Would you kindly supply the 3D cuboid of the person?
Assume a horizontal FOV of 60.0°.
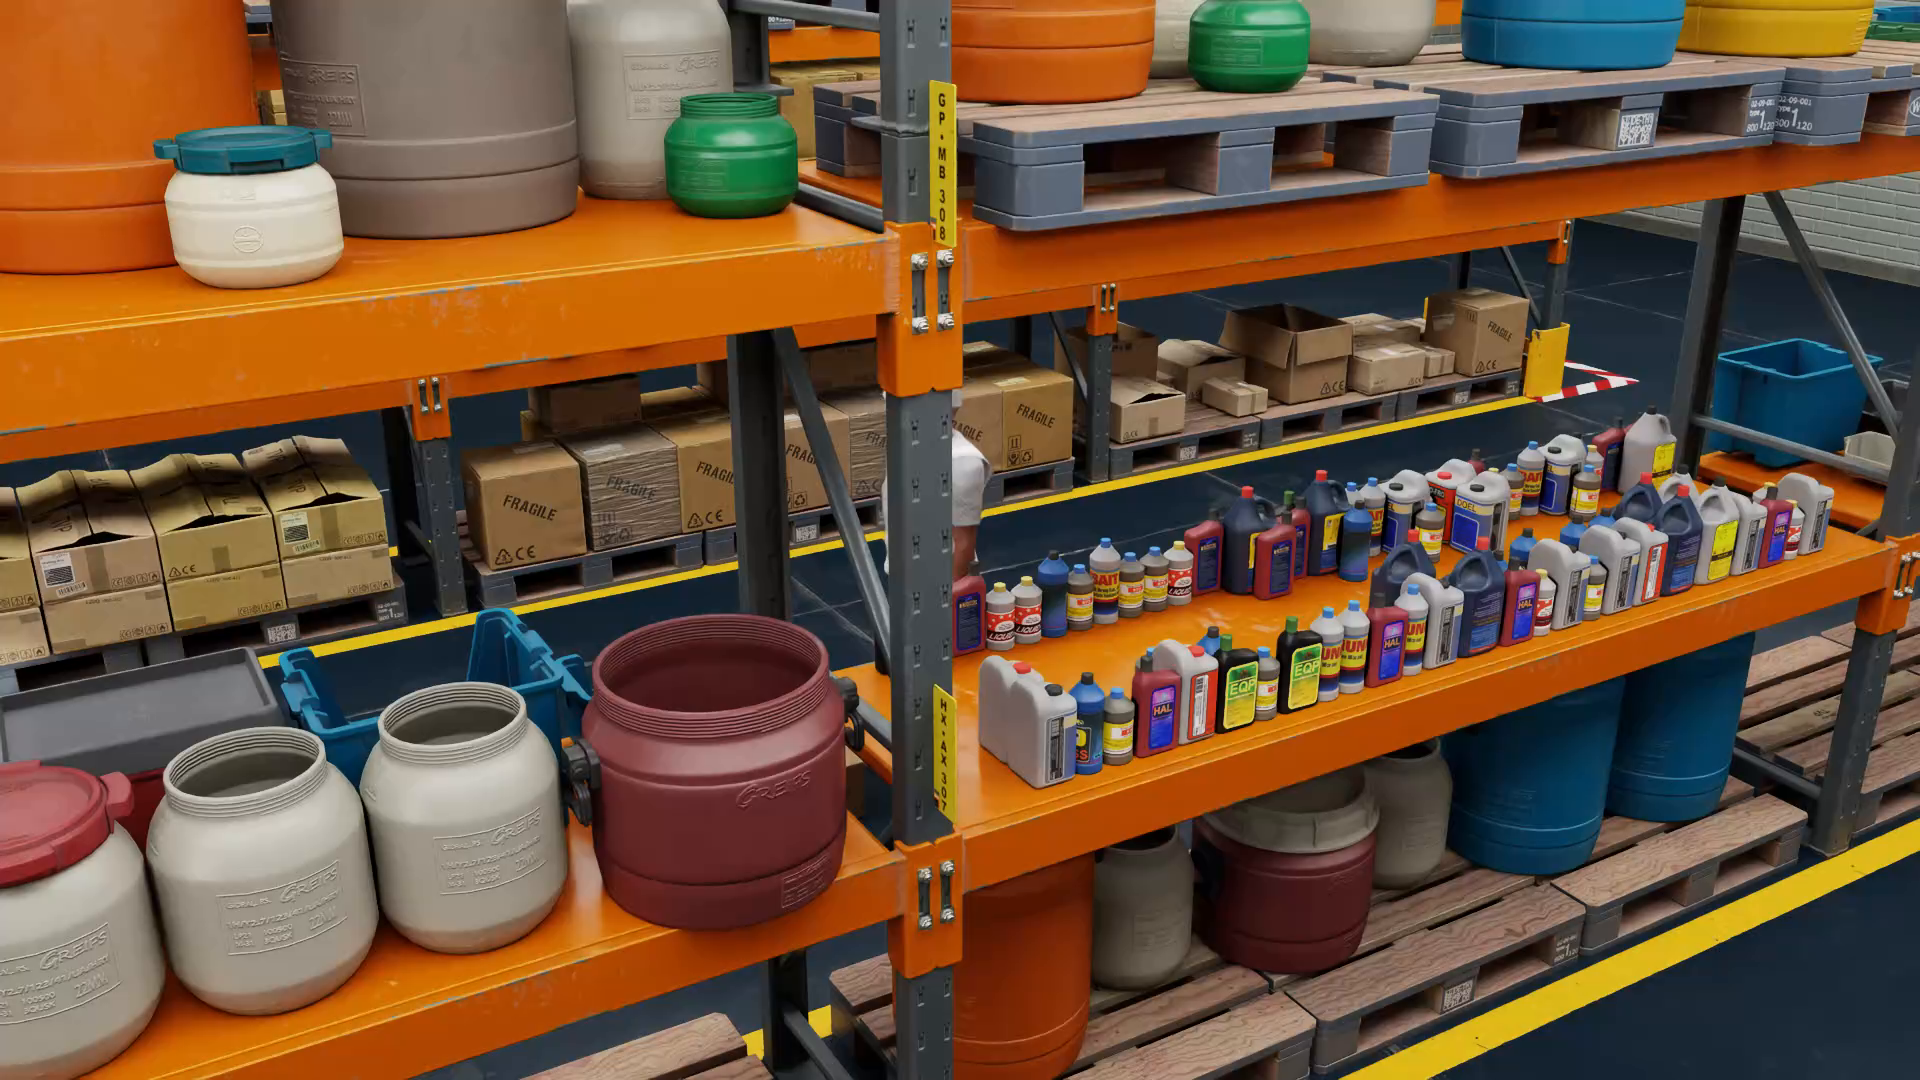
[{"bbox_3d":[-0.117,0.170,6.610,0.358,1.786,0.551,-11,24,-25],"label":"person"}]
